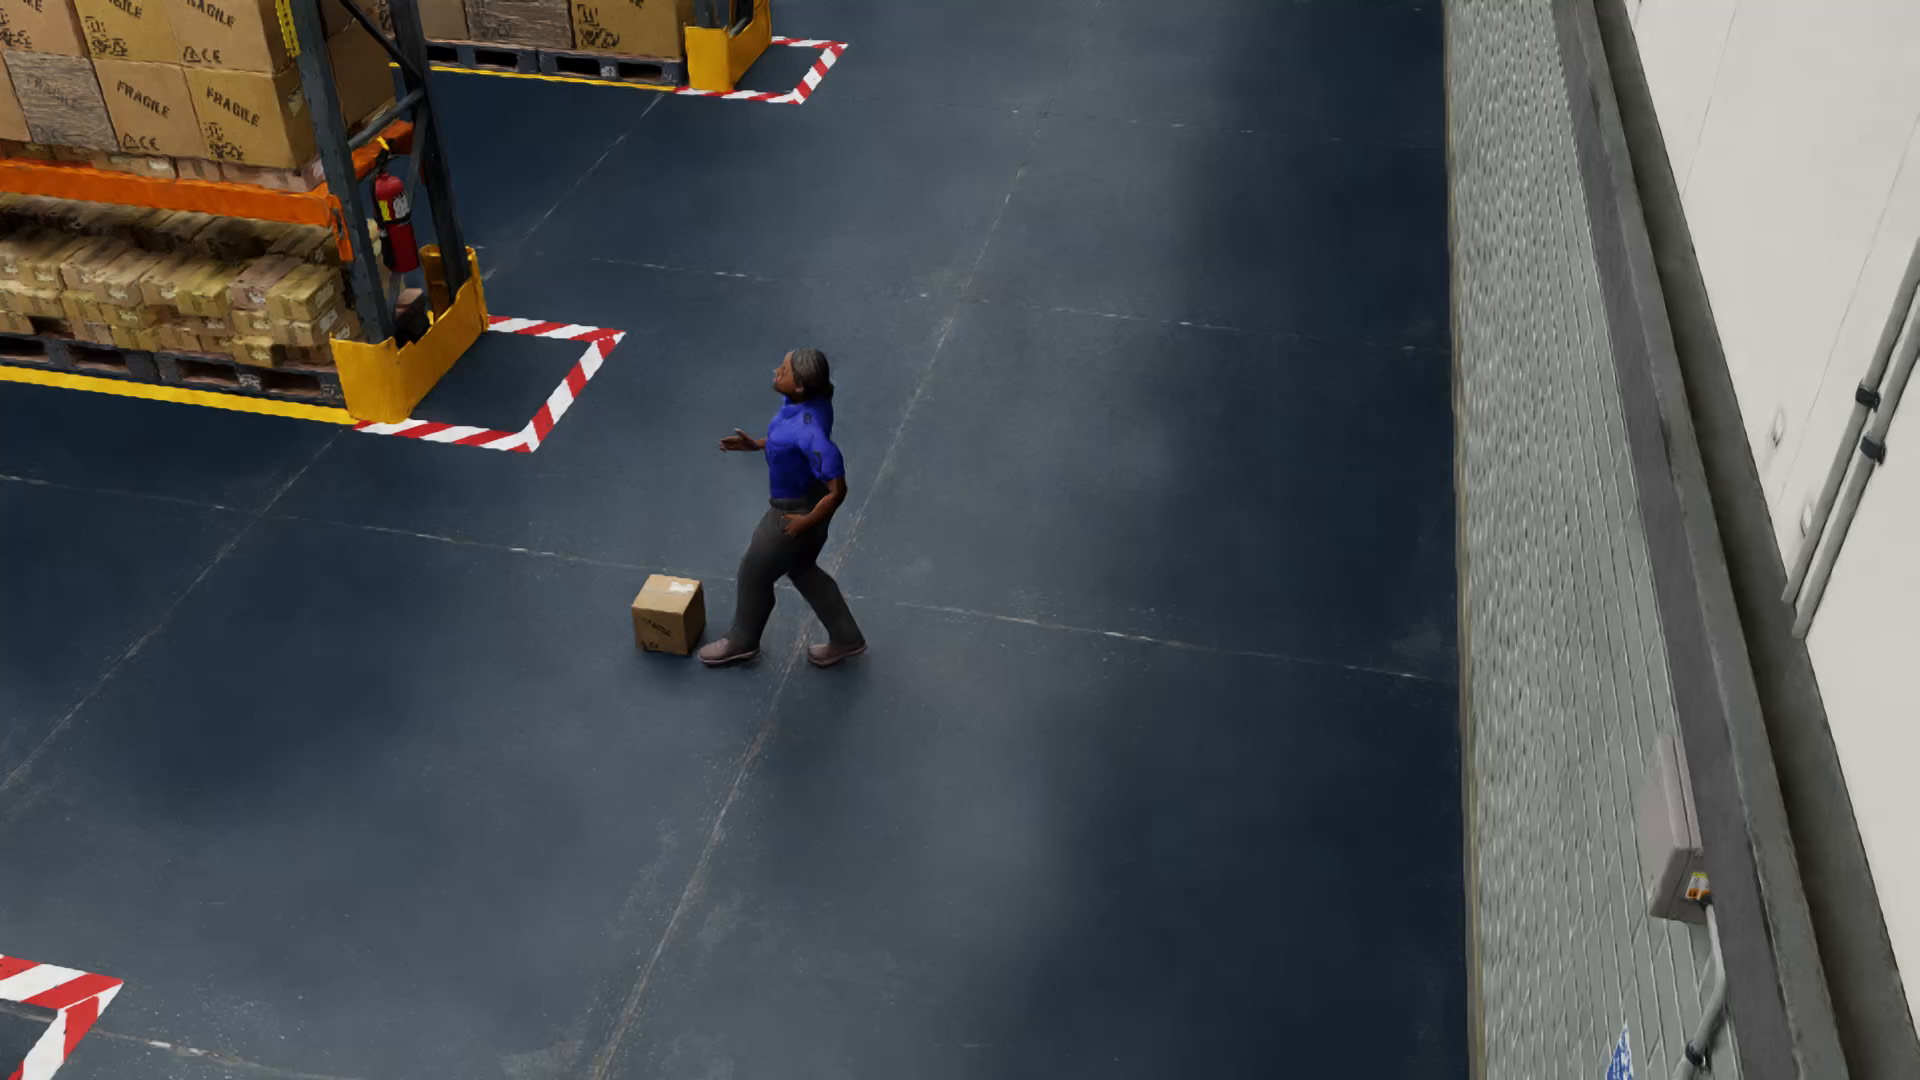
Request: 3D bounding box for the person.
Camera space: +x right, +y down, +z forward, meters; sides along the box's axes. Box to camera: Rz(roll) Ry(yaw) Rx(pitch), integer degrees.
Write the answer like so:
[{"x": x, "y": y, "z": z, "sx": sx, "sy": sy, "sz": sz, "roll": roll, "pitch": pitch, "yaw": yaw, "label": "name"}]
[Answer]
[{"x": -0.790, "y": -0.123, "z": 7.146, "sx": 0.795, "sy": 1.635, "sz": 0.535, "roll": 8, "pitch": 38, "yaw": 11, "label": "person"}]
